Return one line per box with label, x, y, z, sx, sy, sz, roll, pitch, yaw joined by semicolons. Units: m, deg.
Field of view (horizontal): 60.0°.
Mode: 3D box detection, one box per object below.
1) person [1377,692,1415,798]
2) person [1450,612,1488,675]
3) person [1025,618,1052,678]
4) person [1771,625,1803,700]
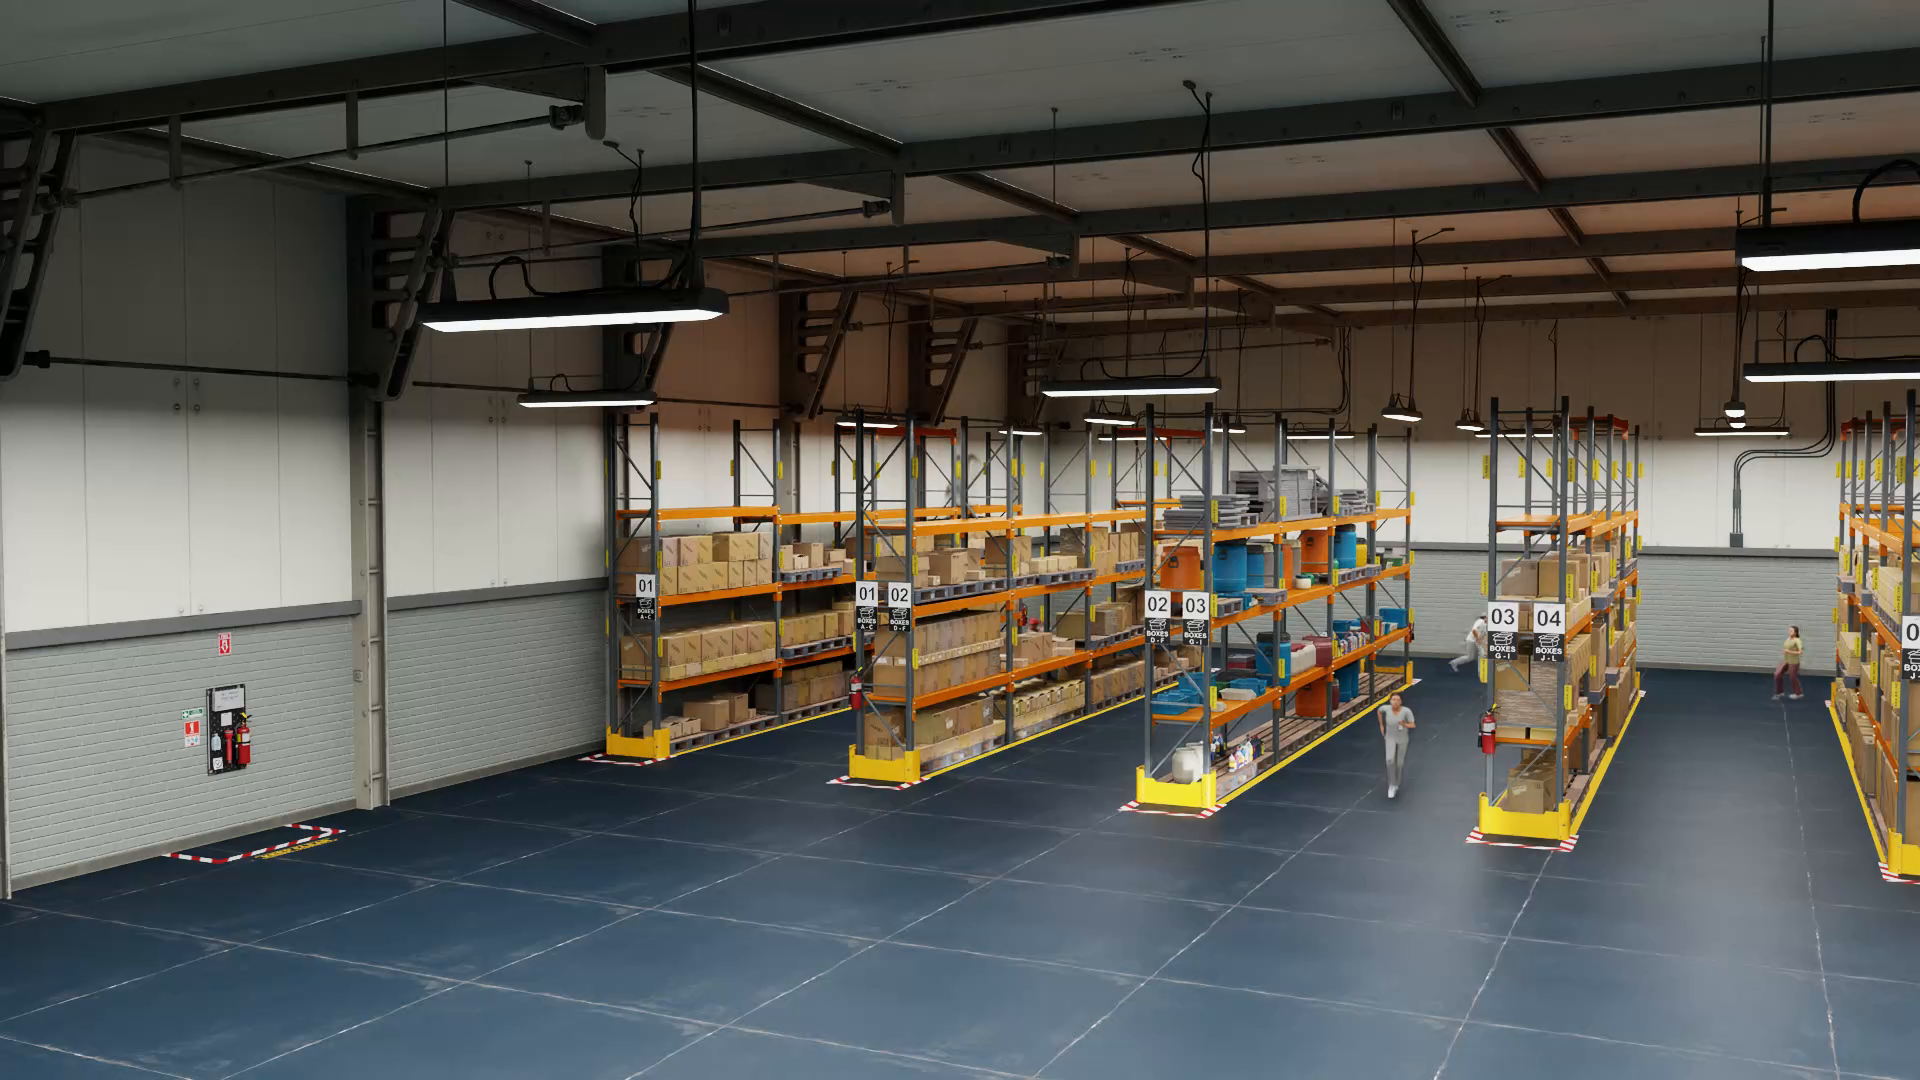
person;6.679;3.107;25.471;0.558;1.627;0.894;1;2;14
person;12.419;2.537;40.349;1.004;1.626;0.628;1;3;22
person;1.830;2.588;37.536;0.687;1.730;1.046;1;3;26
person;18.080;2.683;36.059;0.687;1.689;0.656;-1;2;-15
